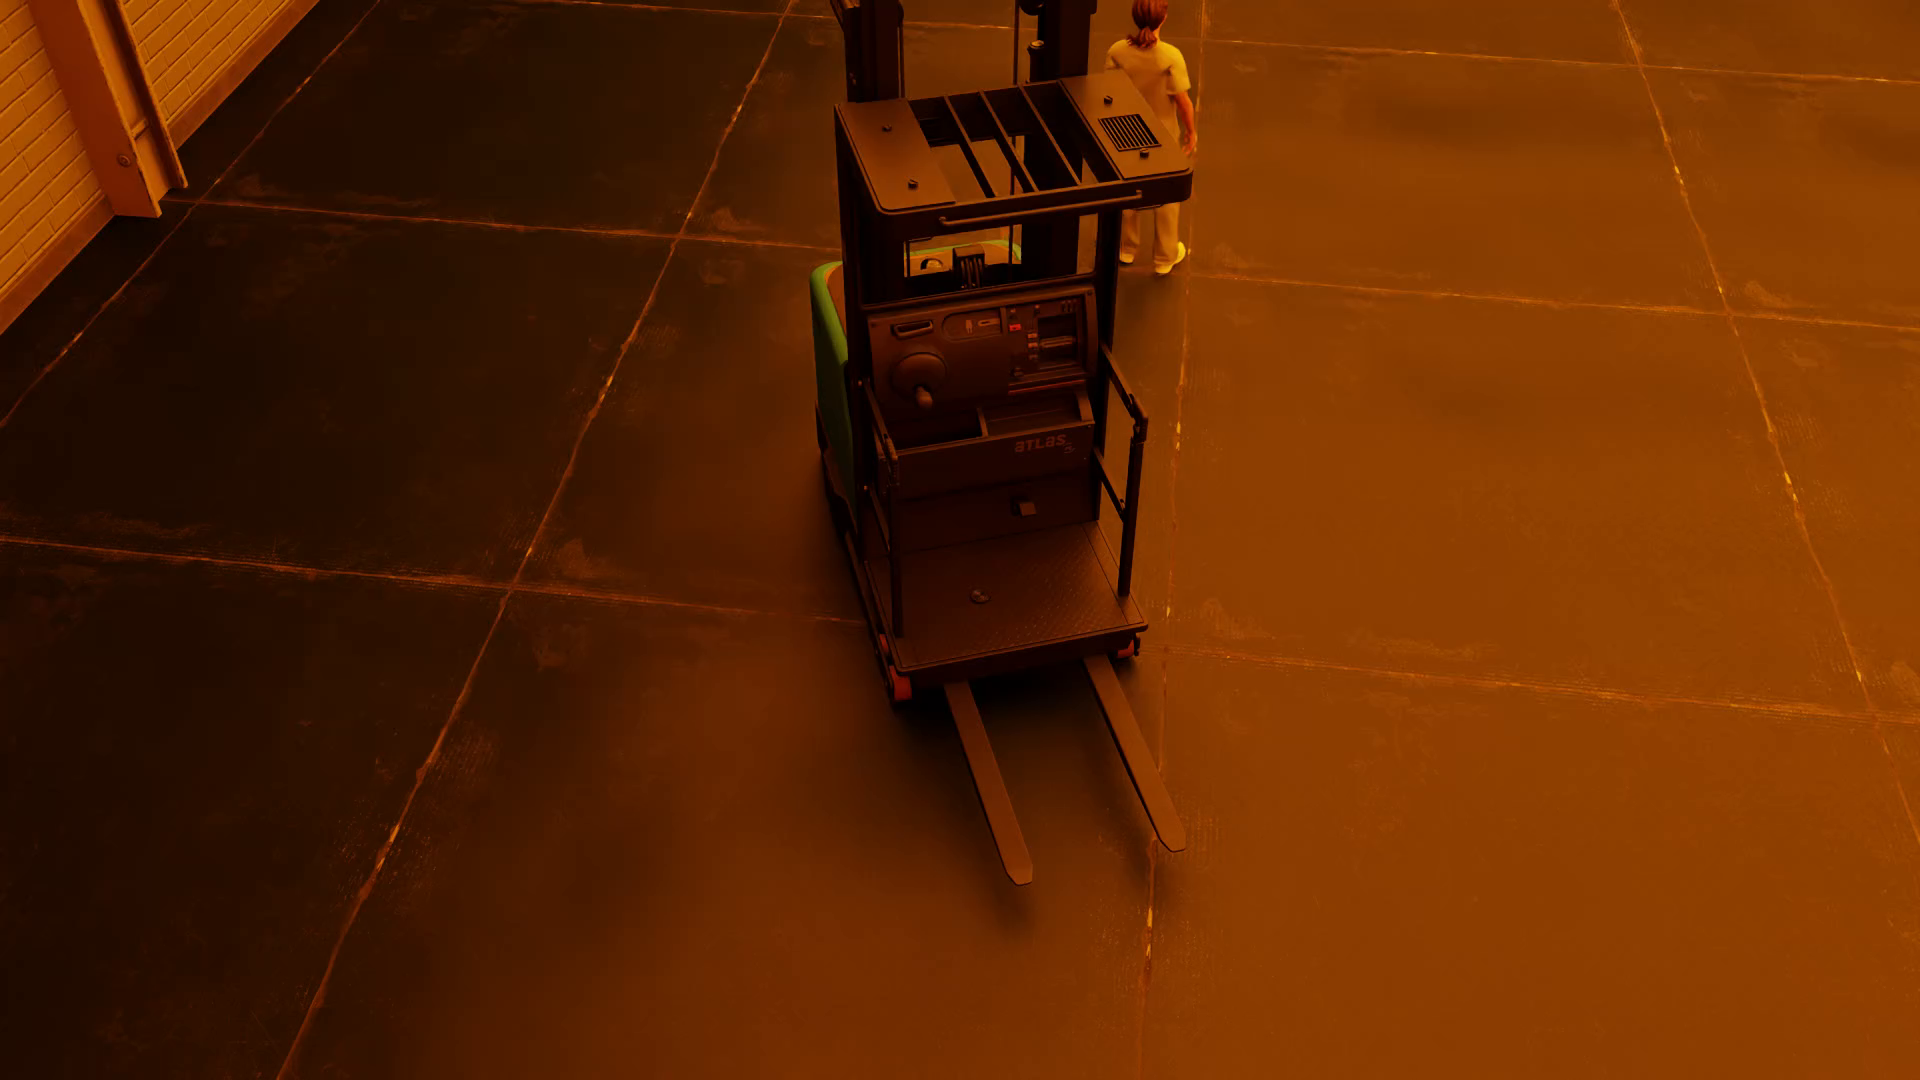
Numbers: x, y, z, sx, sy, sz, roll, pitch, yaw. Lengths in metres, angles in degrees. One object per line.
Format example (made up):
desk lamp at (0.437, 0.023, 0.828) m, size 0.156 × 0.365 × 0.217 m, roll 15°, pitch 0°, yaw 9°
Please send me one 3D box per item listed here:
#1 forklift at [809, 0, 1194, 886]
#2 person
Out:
forklift at (0.153, -0.681, 6.465) m, size 1.130 × 2.935 × 3.031 m, roll -10°, pitch 44°, yaw -11°
person at (1.032, -2.223, 9.084) m, size 0.523 × 1.688 × 0.474 m, roll 18°, pitch 45°, yaw 18°
